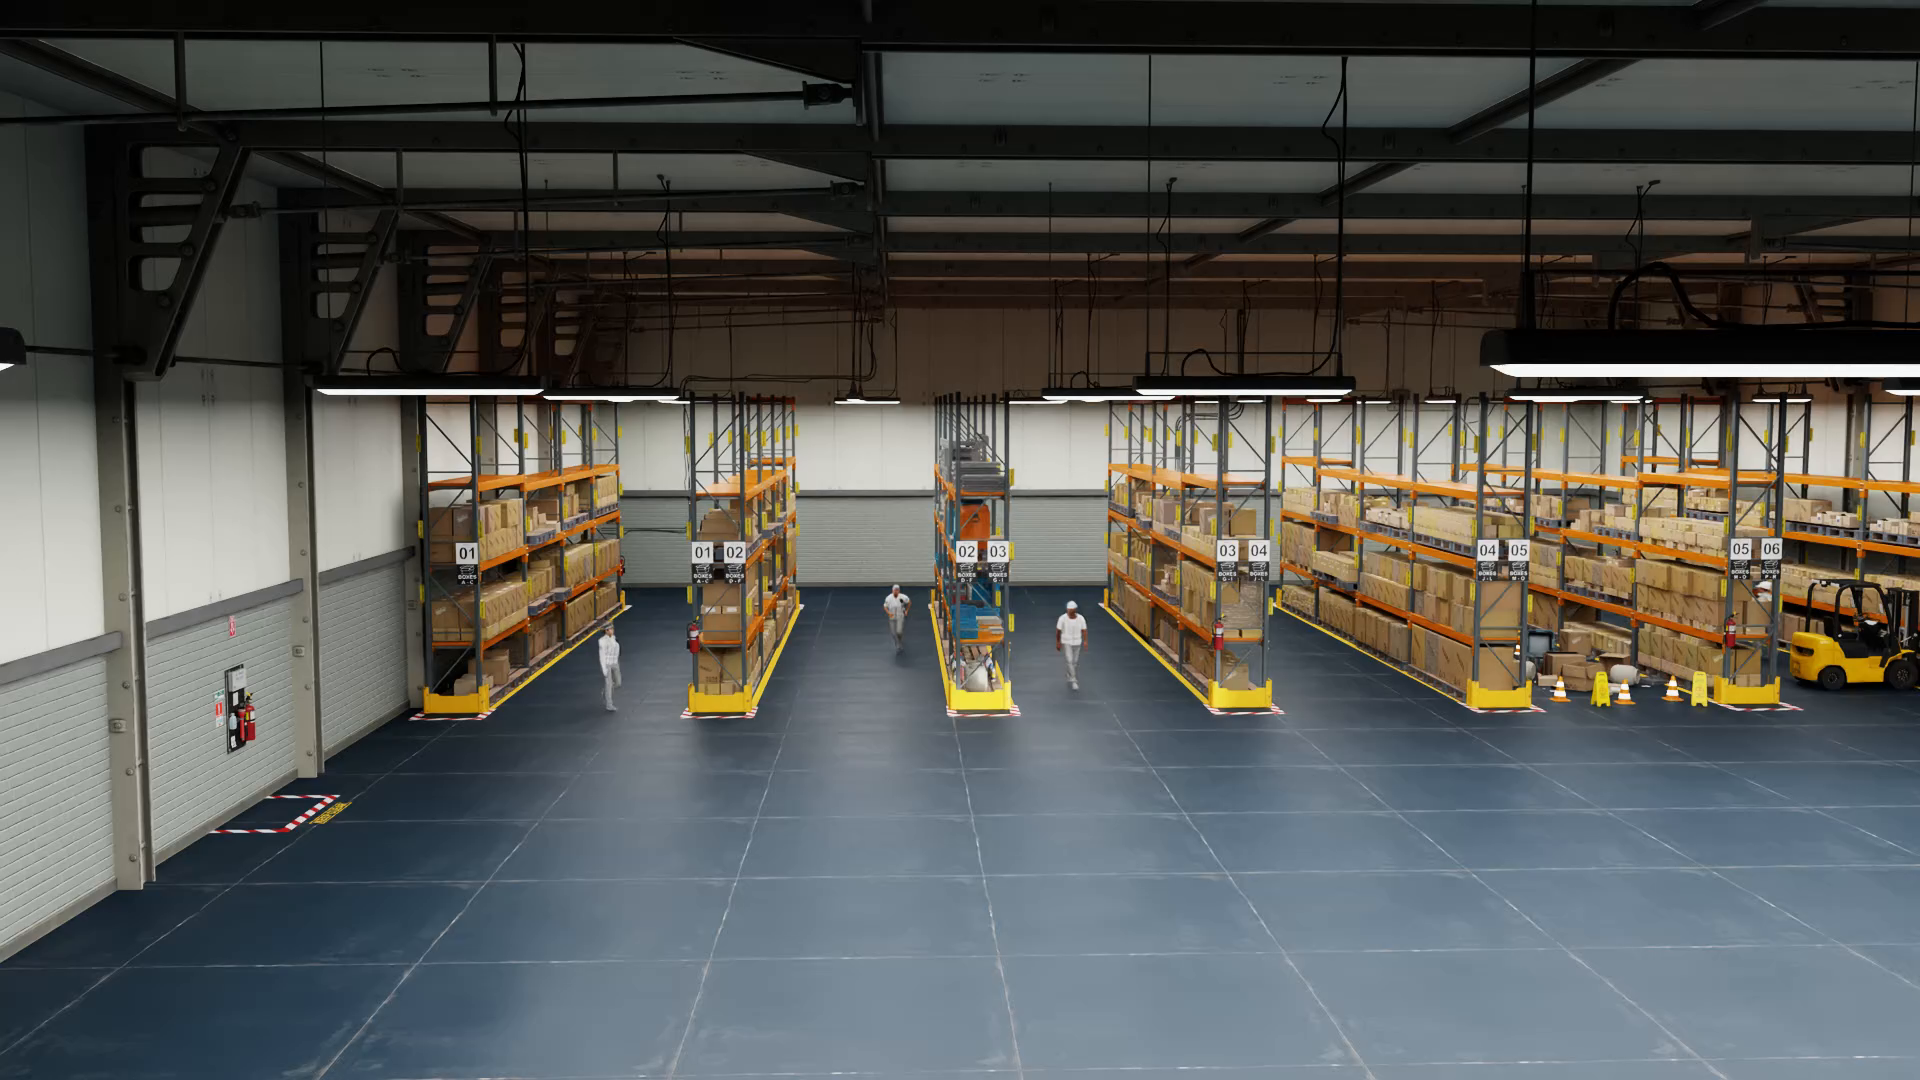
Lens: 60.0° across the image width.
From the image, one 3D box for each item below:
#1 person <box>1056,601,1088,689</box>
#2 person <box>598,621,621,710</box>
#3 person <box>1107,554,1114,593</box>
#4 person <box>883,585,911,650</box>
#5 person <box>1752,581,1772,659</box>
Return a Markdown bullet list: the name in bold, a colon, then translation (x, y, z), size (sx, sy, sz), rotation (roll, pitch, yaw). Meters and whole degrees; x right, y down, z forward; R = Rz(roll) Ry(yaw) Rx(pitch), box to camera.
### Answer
- **person**: translation (2.305, 2.118, 33.960), size (0.599, 1.741, 0.888), rotation (-1, 5, -13)
- **person**: translation (-6.634, 2.355, 31.364), size (0.512, 1.674, 0.479), rotation (4, 6, 41)
- **person**: translation (4.736, 0.823, 50.333), size (0.881, 1.739, 0.556), rotation (-2, 5, -21)
- **person**: translation (-1.460, 1.822, 38.866), size (0.601, 1.584, 0.757), rotation (1, 5, 11)
- **person**: translation (18.252, 1.847, 37.660), size (0.514, 1.813, 0.624), rotation (-1, 5, -14)
